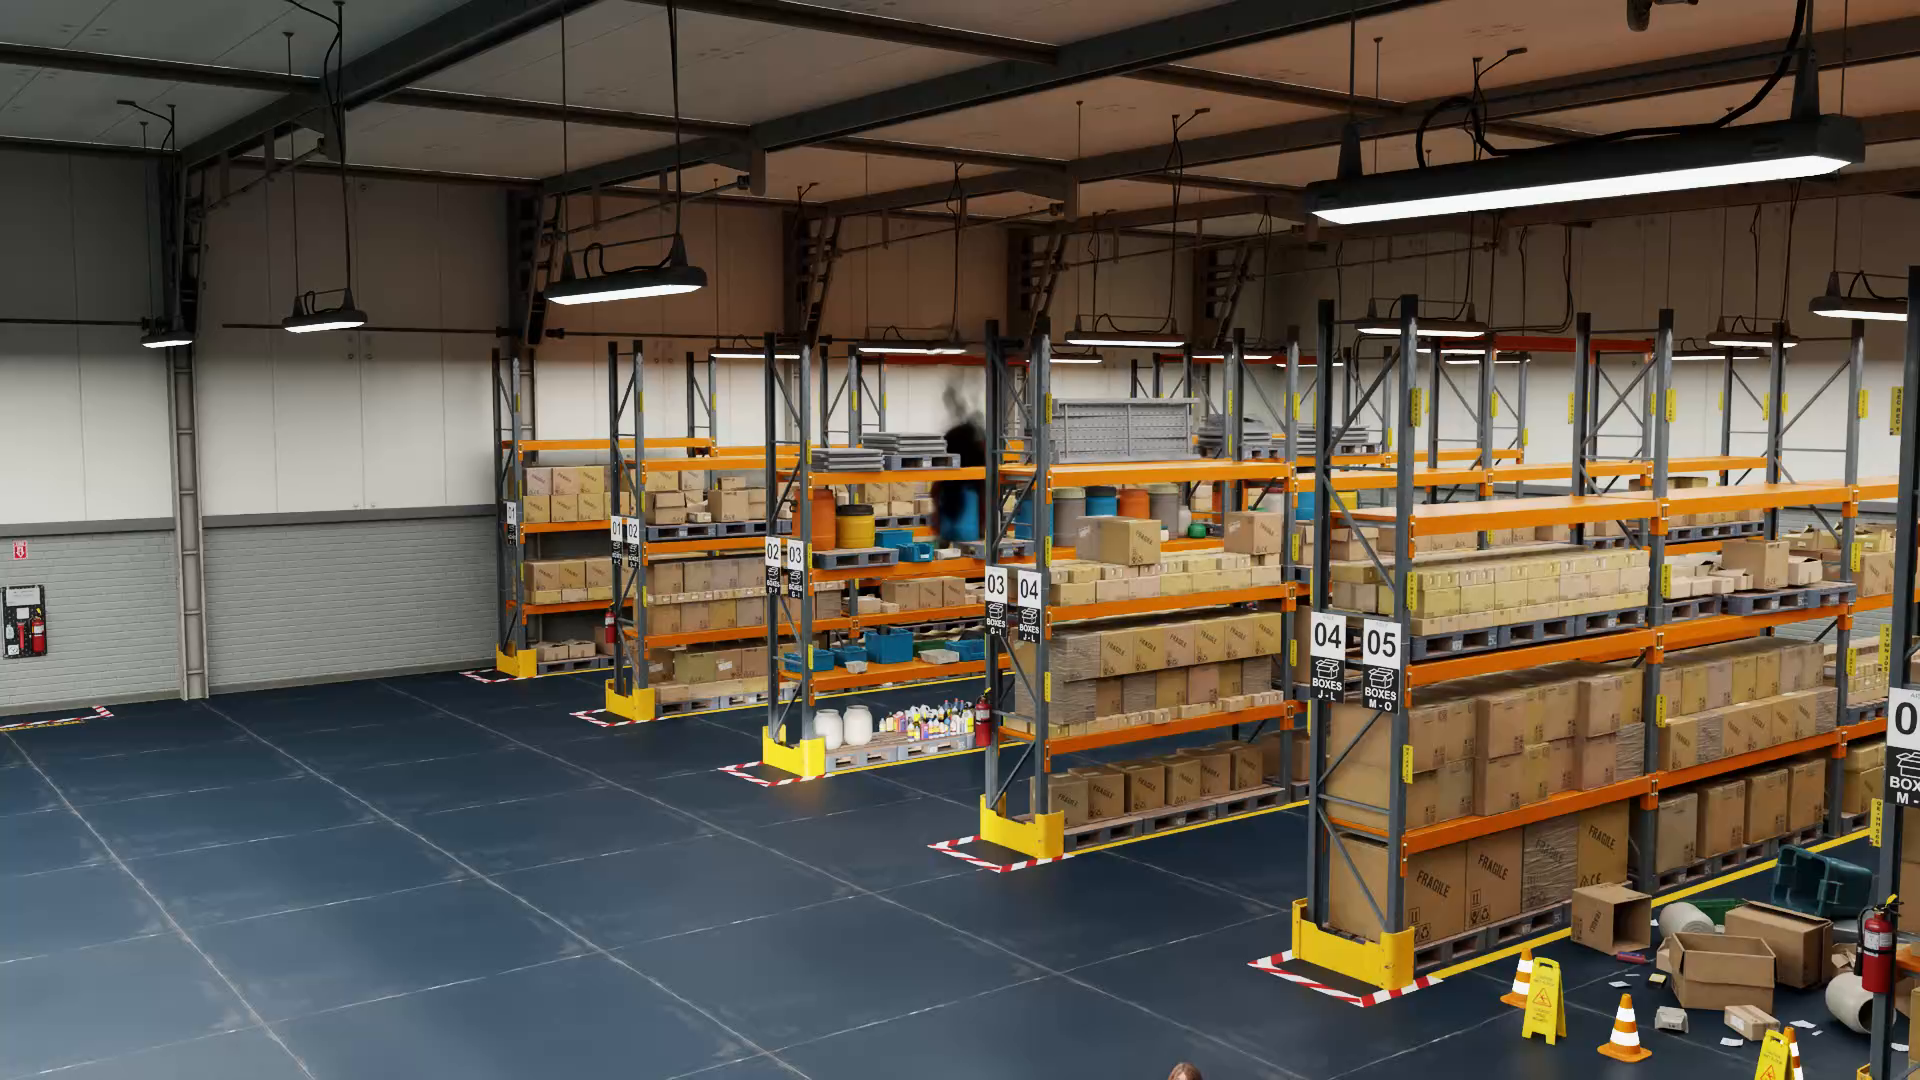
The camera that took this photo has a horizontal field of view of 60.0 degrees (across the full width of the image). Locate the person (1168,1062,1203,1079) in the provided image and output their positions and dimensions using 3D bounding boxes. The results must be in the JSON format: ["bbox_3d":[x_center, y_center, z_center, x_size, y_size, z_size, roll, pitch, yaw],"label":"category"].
[{"bbox_3d":[1.206,3.582,9.030,0.523,1.581,0.703,1,5,10],"label":"person"}]
